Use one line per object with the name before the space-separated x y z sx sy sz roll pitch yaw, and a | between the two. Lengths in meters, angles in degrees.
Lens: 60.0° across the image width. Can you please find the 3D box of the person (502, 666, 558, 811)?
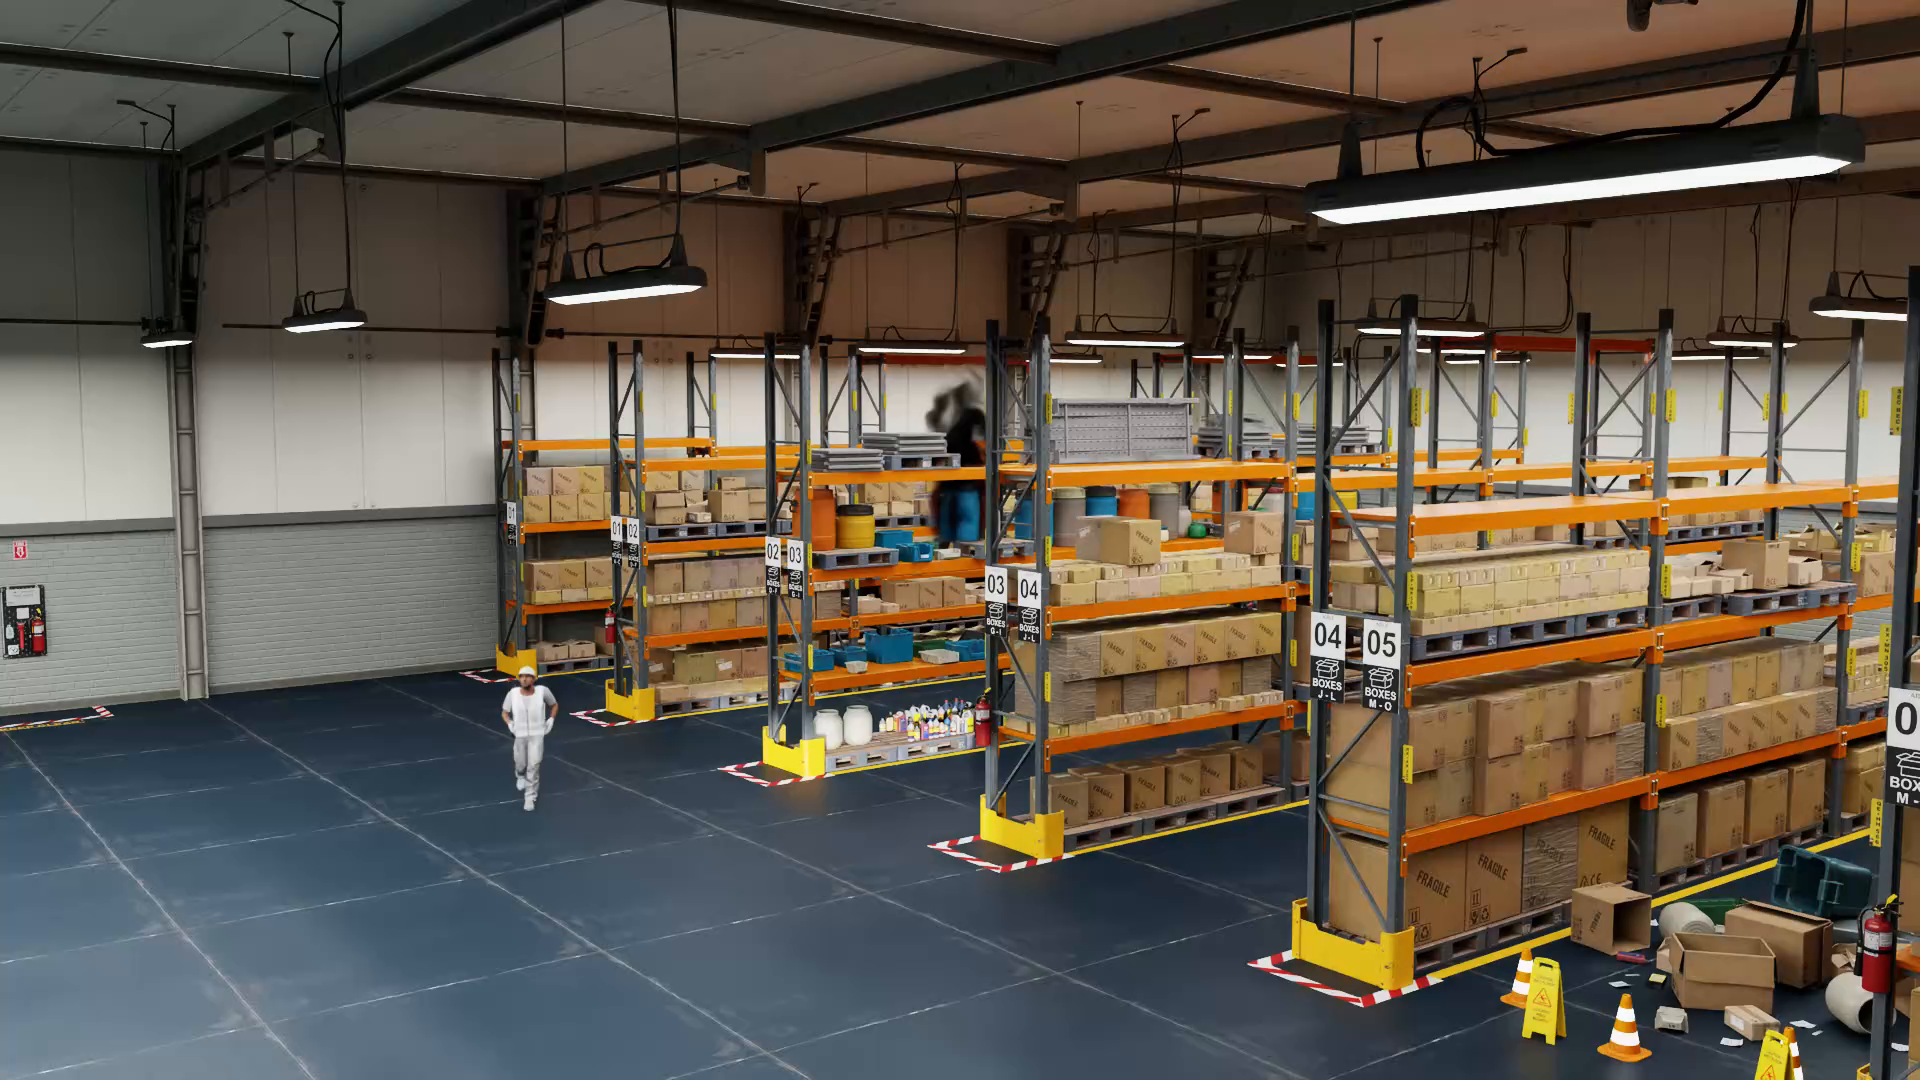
person | -5.414 2.457 20.962 0.688 1.773 0.849 -1 5 -8
